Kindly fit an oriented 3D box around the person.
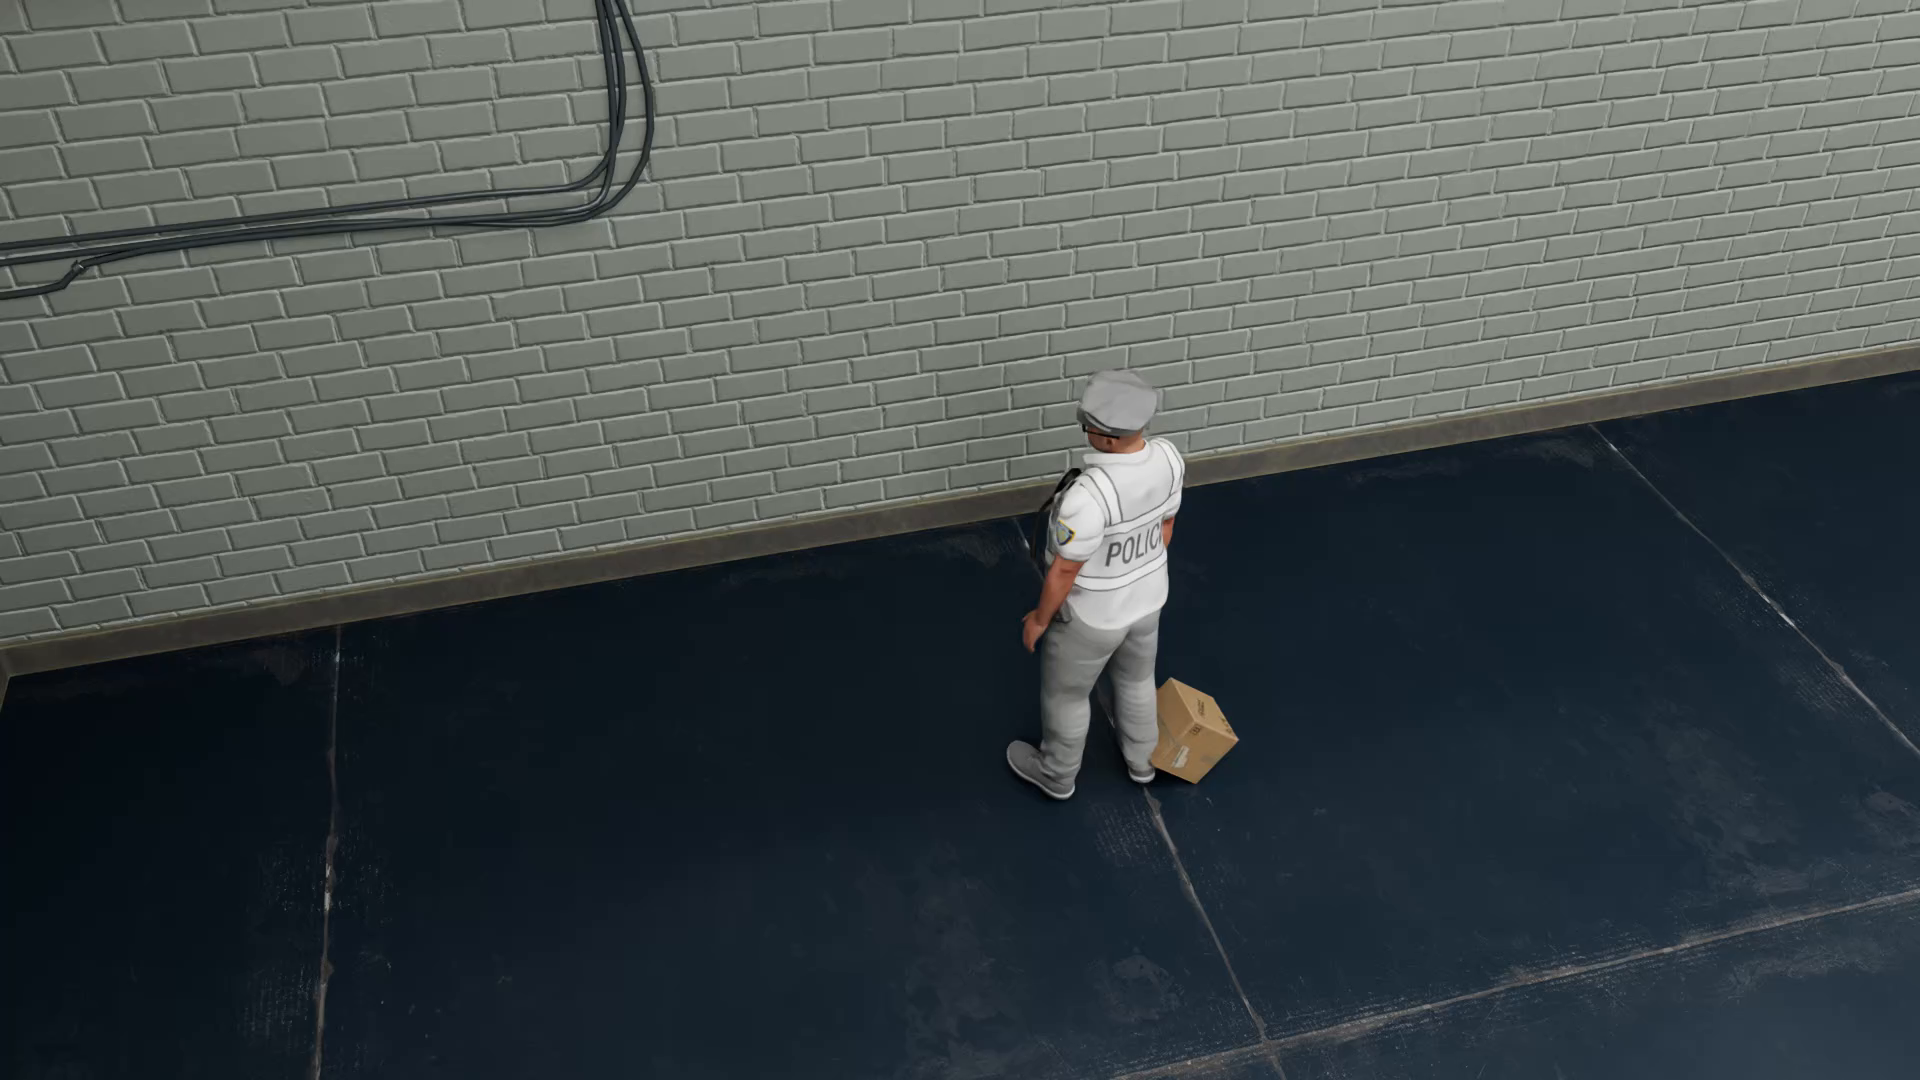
[{"bbox_3d":[0.485,0.185,5.861,0.619,1.768,0.482,-28,46,-31],"label":"person"}]
